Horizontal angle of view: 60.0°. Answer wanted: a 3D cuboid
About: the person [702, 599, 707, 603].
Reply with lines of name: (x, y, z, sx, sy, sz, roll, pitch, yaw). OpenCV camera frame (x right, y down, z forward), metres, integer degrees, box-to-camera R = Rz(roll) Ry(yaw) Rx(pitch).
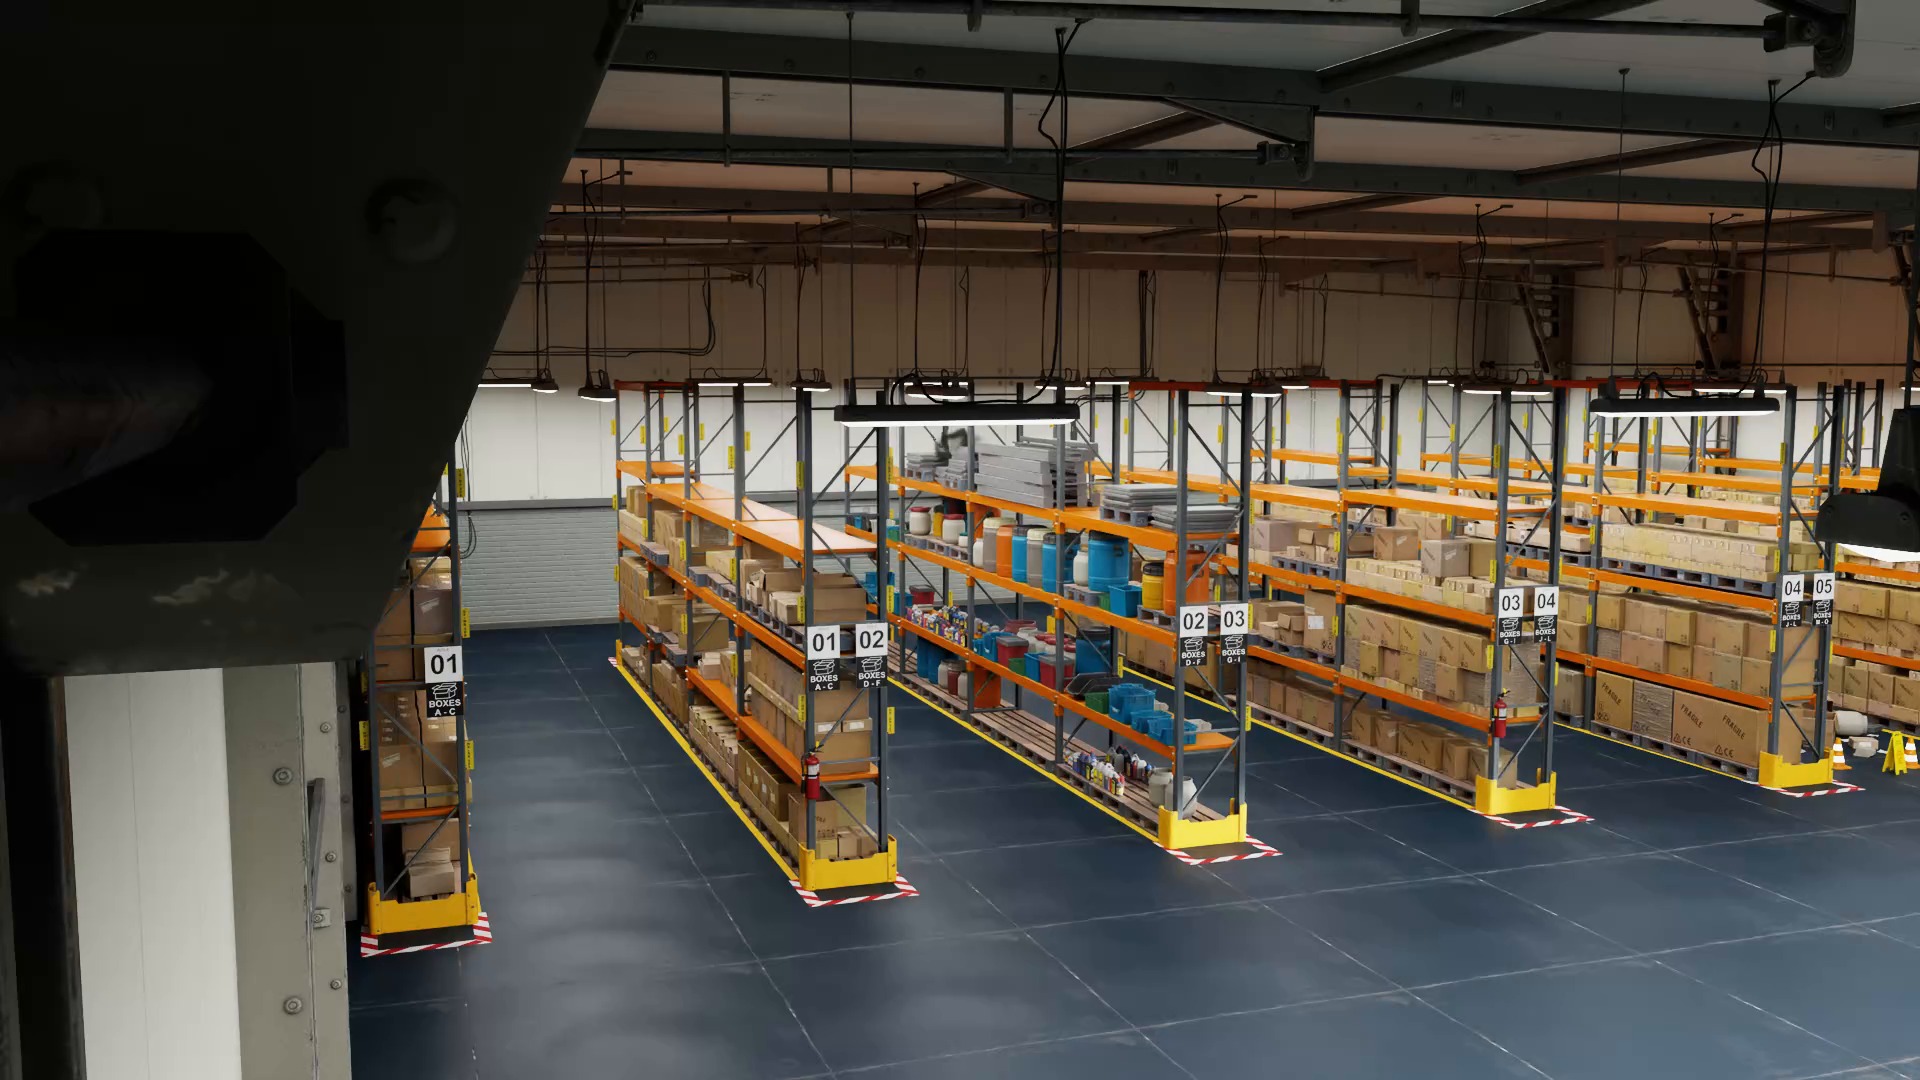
person: (-5.345, 1.729, 35.994, 0.695, 1.621, 0.575, 5, 8, 39)
